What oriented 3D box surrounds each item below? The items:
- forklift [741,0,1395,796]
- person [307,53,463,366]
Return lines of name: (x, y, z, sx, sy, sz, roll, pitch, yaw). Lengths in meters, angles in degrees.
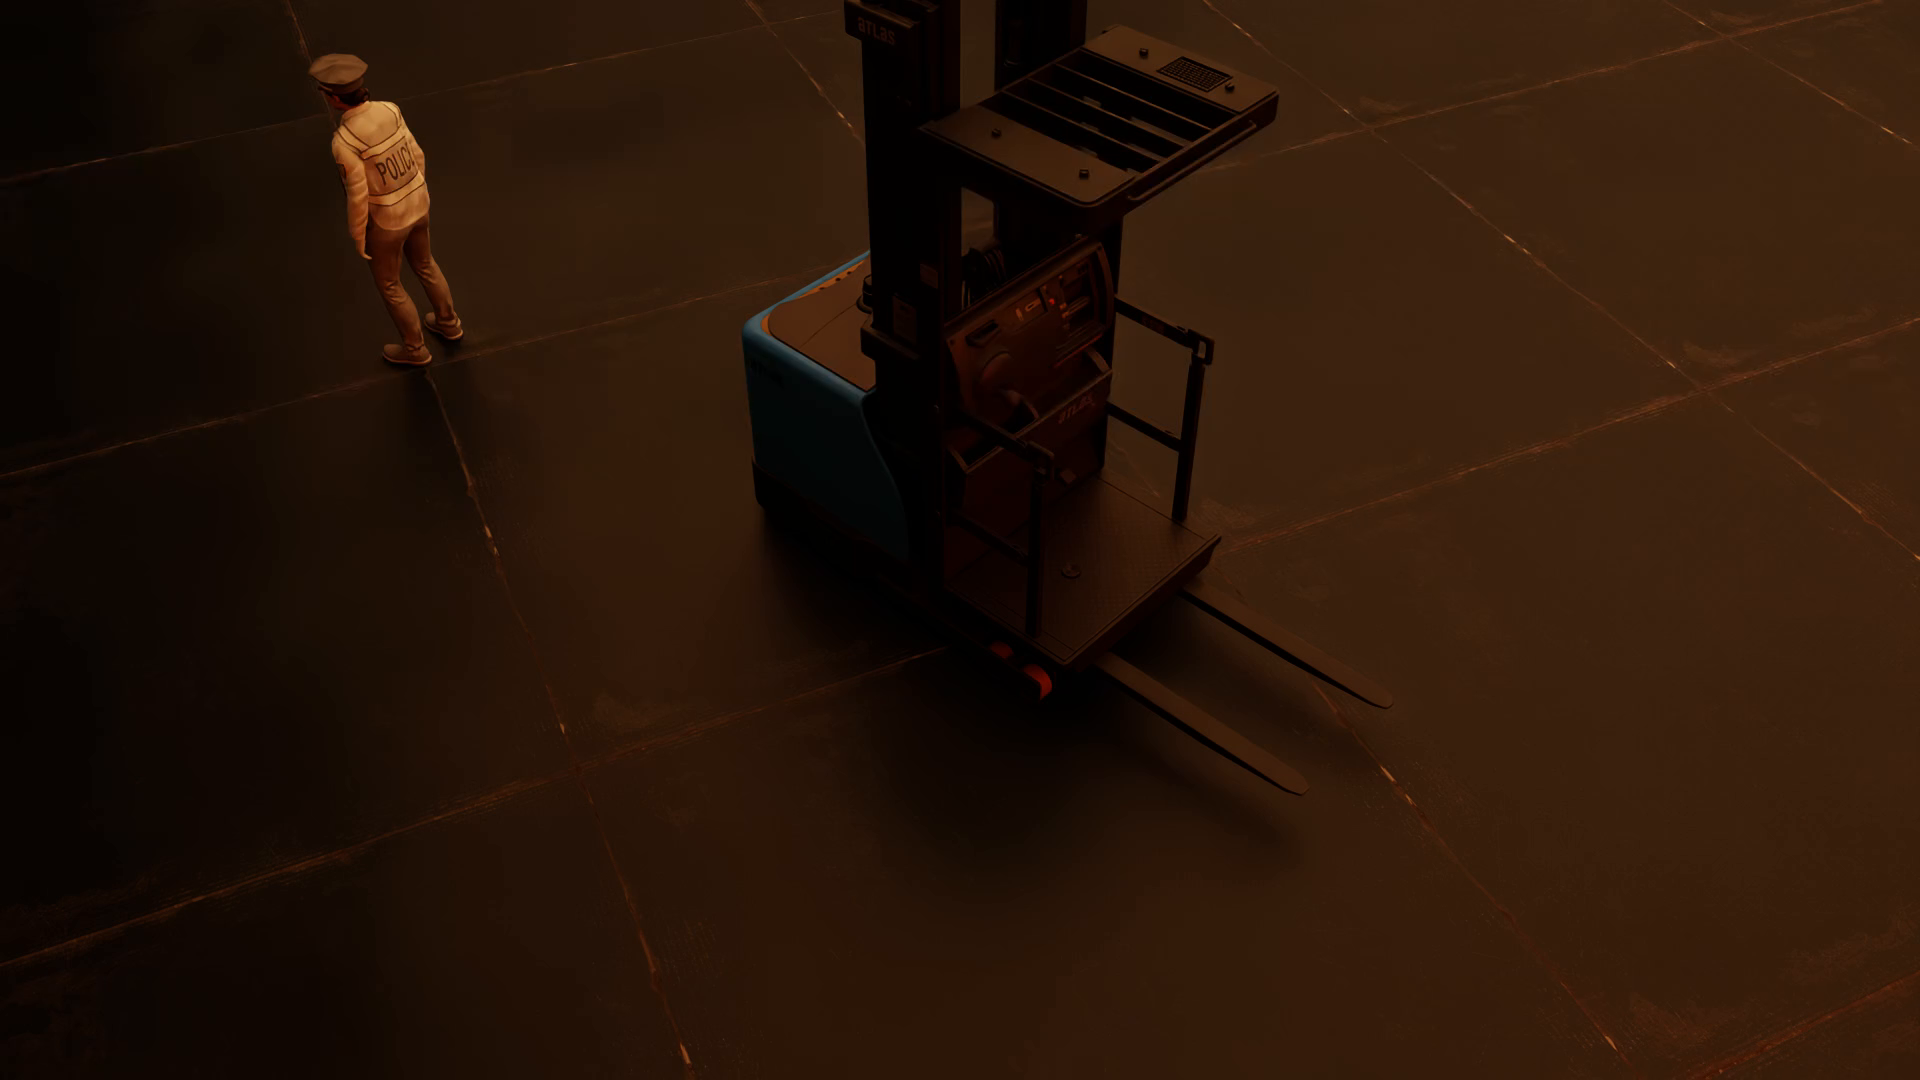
forklift: (0.445, -0.788, 6.525, 3.031, 2.935, 1.130, 32, 52, 30)
person: (-2.866, -1.627, 8.356, 0.376, 1.662, 0.528, 19, 46, 19)
